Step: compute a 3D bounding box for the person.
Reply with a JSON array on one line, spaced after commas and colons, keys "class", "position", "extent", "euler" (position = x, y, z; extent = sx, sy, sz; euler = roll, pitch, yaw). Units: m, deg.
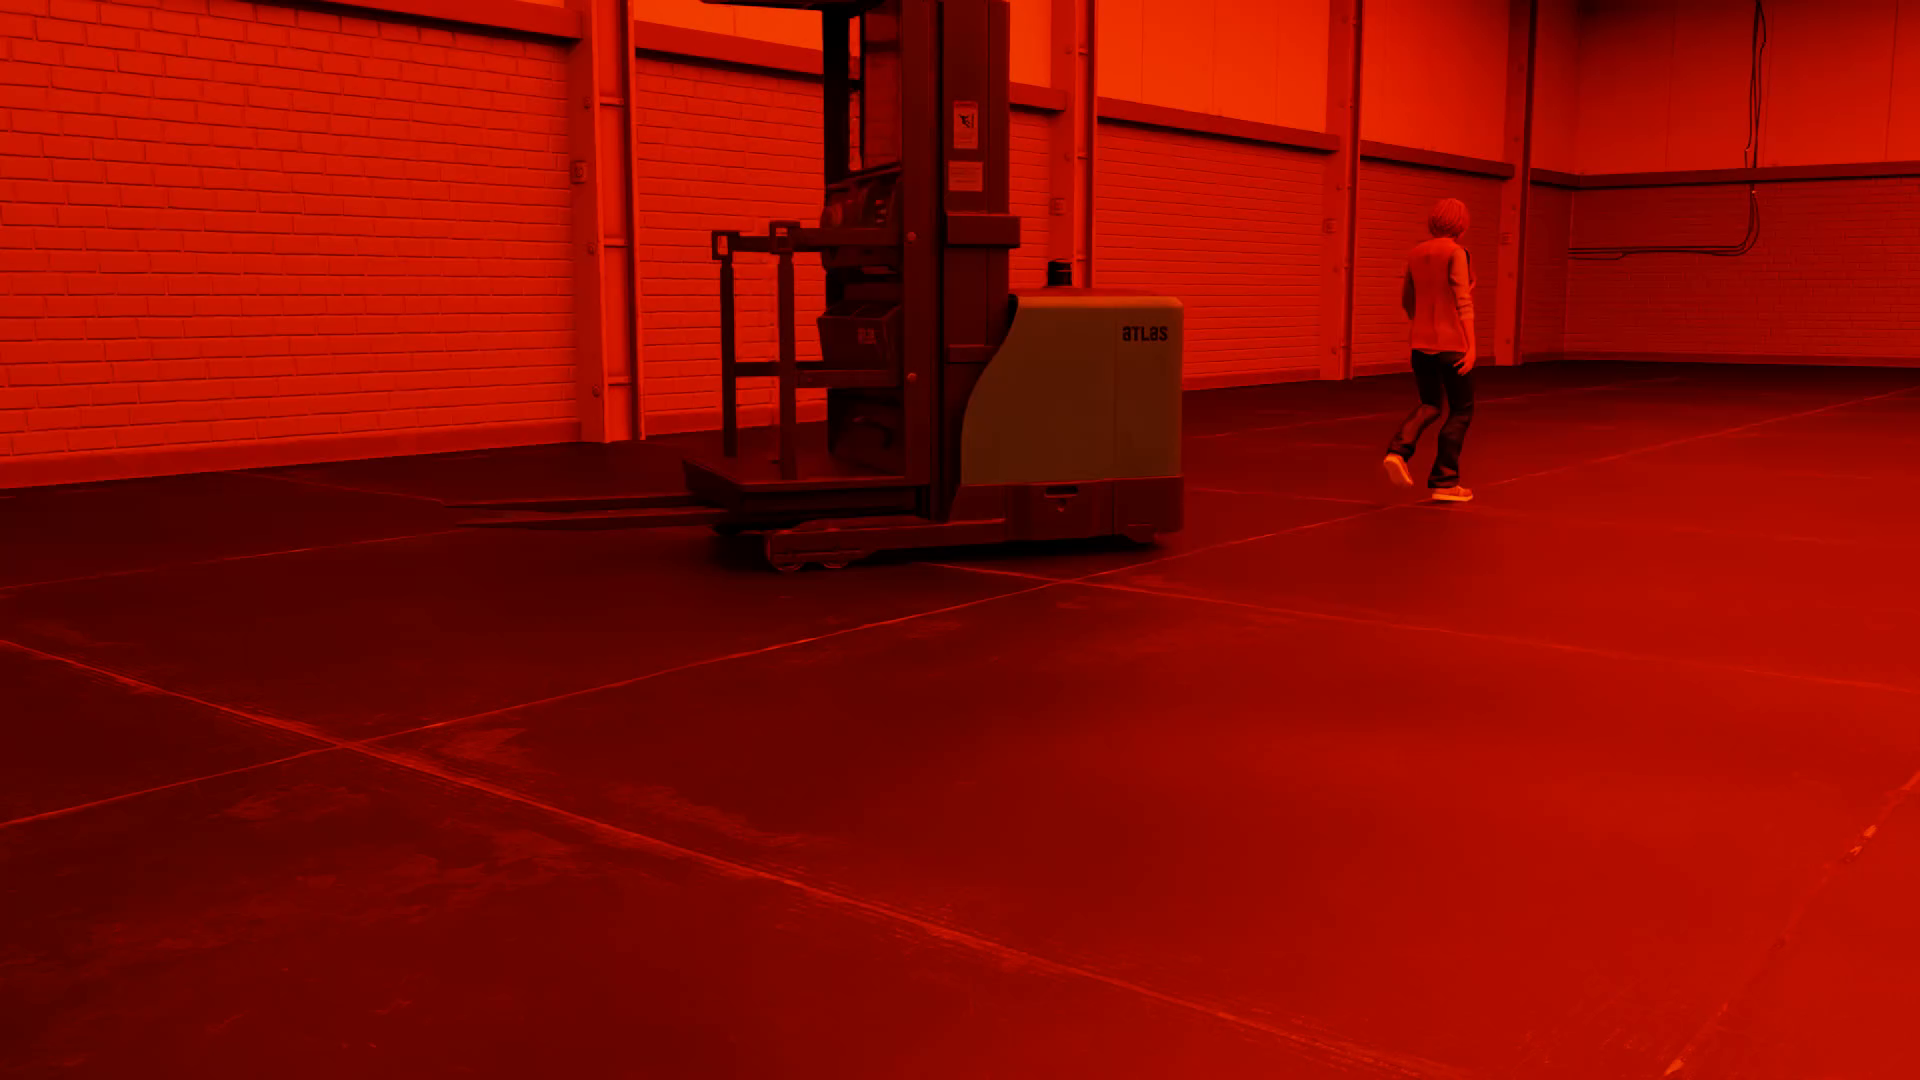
[{"class": "person", "position": [2.501, -0.984, 8.702], "extent": [0.494, 1.579, 0.624], "euler": [-5, 10, -32]}]

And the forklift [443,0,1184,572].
[{"class": "forklift", "position": [-0.603, -1.410, 6.918], "extent": [3.031, 2.935, 1.130], "euler": [-3, 9, -21]}]
